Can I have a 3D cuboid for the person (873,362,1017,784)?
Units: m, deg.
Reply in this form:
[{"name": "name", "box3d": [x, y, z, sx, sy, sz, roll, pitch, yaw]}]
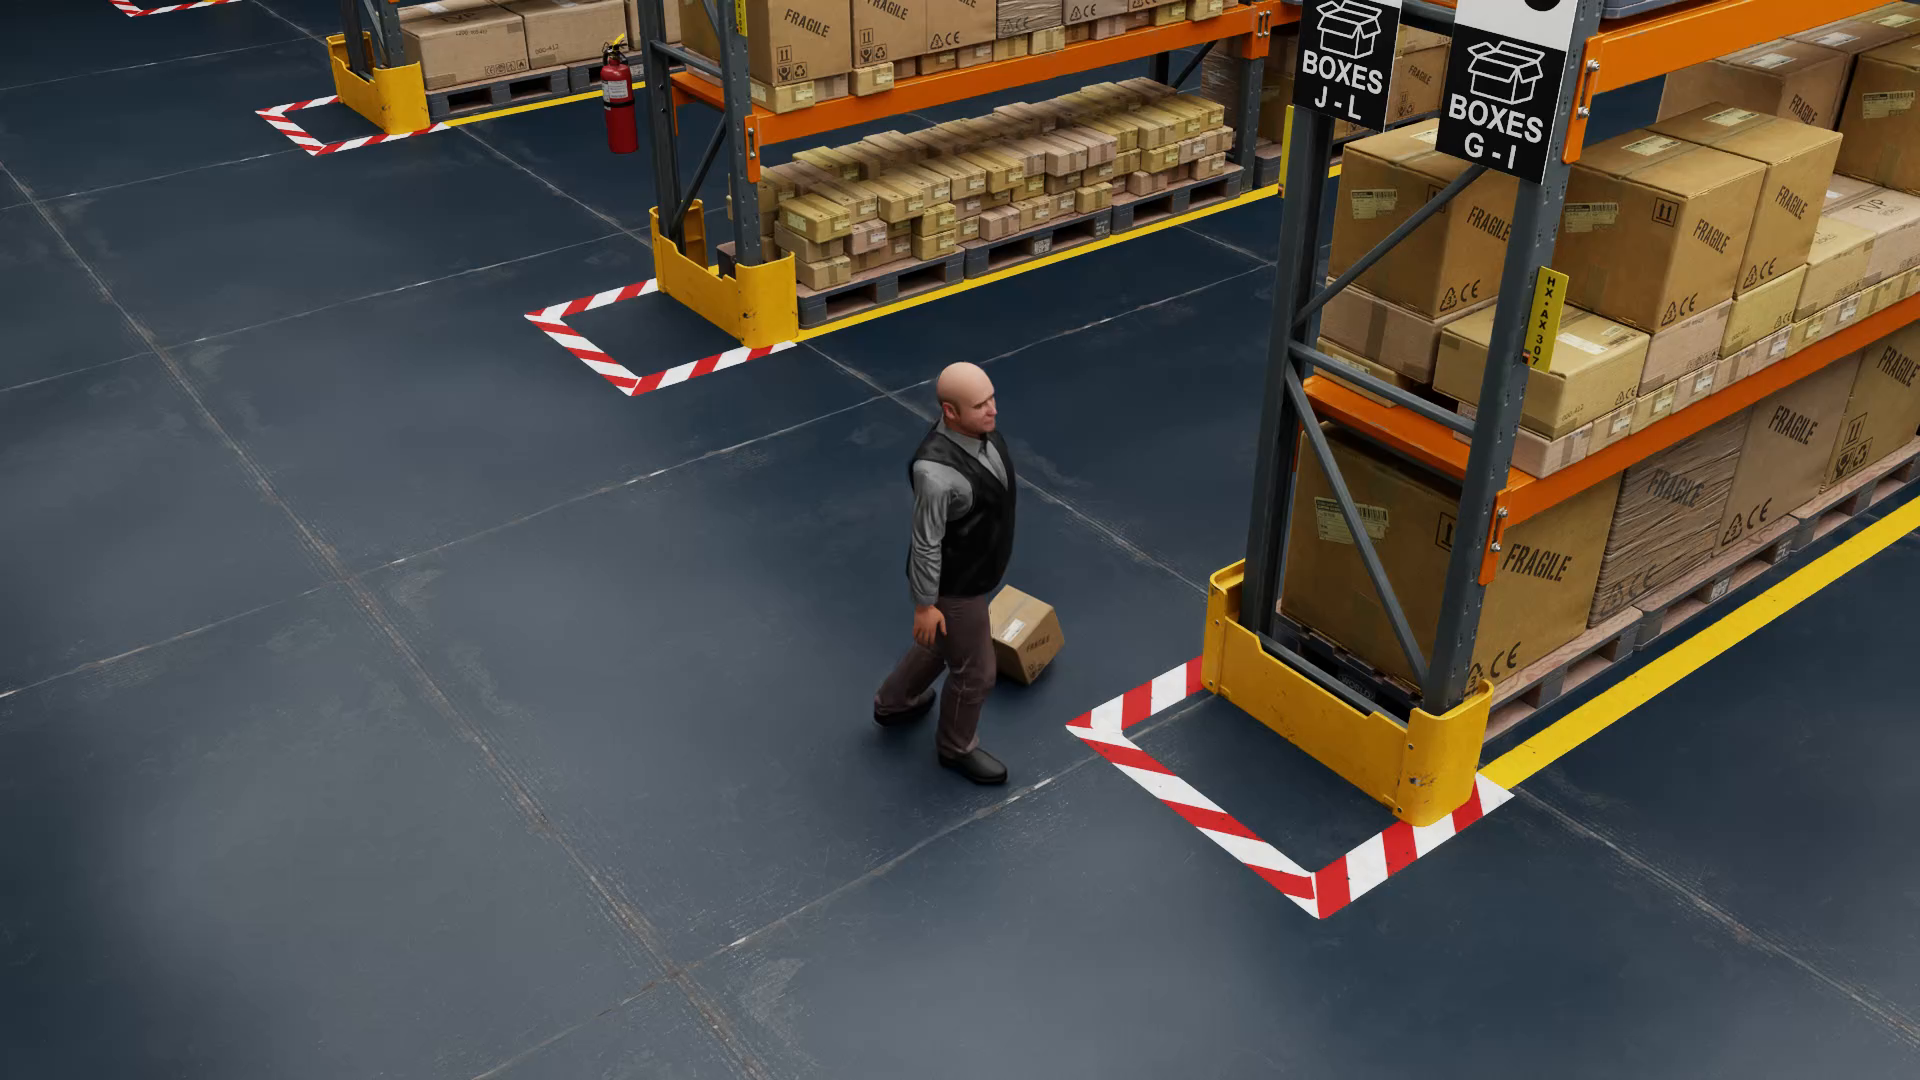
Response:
[{"name": "person", "box3d": [-0.076, 0.149, 6.010, 0.573, 1.622, 0.573, 8, 33, 13]}]
